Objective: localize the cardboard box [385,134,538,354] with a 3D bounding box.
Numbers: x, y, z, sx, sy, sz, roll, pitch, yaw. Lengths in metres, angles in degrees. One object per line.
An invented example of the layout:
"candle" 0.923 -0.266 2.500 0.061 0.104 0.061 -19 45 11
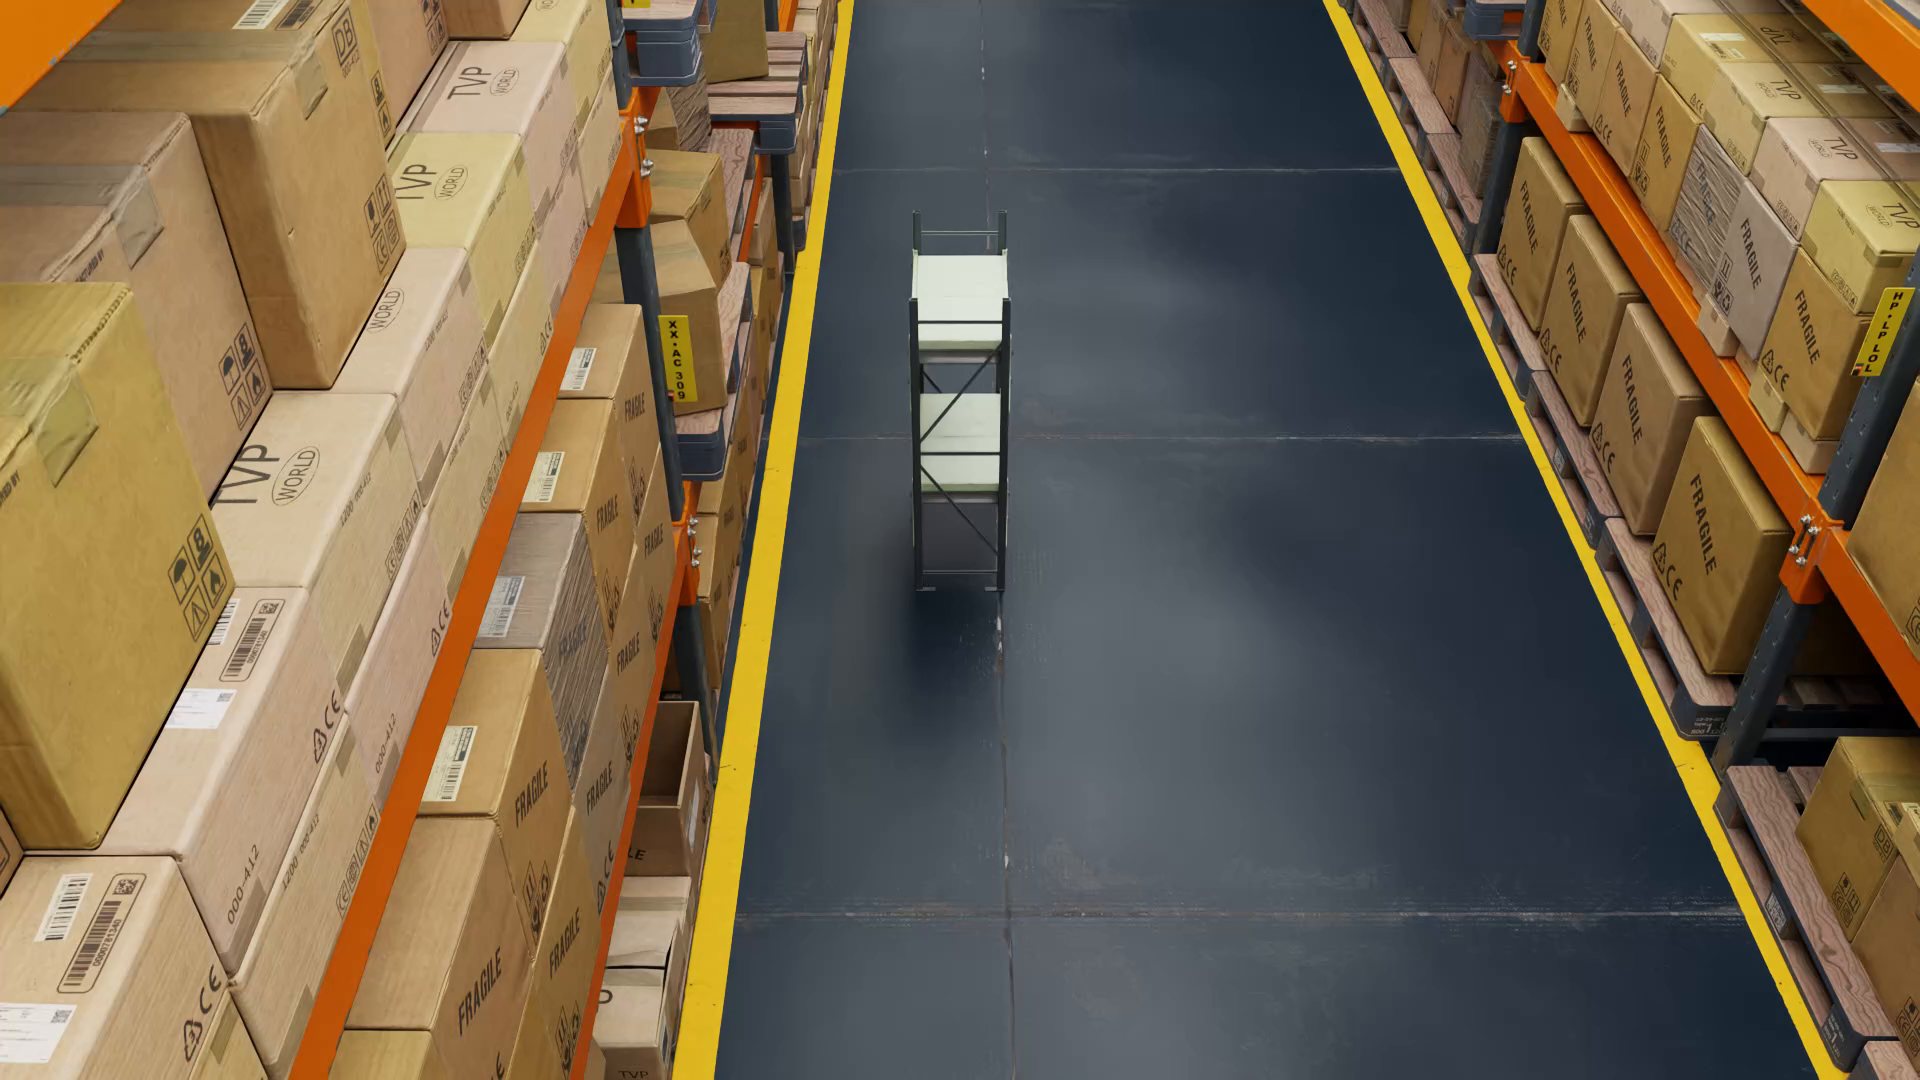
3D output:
"cardboard box" -1.191 -0.620 3.447 0.500 0.250 0.500 0 39 0

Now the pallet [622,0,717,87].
"pallet" -1.390 -1.747 5.283 1.213 0.211 1.003 0 39 0

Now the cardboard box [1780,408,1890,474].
"cardboard box" 3.211 -0.369 5.997 0.380 0.149 0.250 0 39 0

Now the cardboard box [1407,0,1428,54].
"cardboard box" 3.554 -3.664 11.570 0.700 0.500 0.500 -1 39 -1

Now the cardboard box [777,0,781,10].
"cardboard box" -1.271 -3.268 9.501 0.500 0.311 0.500 0 39 -1

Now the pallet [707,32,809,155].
"pallet" -1.393 -2.245 8.306 1.213 0.211 1.003 0 39 0

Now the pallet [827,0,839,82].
"pallet" -1.428 -3.696 12.194 1.003 0.211 1.213 0 39 0

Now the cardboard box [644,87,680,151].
"cardboard box" -1.523 -1.550 6.870 0.700 0.500 0.500 -9 40 -11

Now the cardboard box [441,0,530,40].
"cardboard box" -1.420 -1.538 3.992 0.700 0.500 0.500 0 39 0

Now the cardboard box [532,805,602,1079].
"cardboard box" -1.194 0.993 4.032 0.500 0.500 0.500 0 39 1

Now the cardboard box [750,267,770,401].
"cardboard box" -1.228 -1.032 8.286 0.500 0.500 0.500 -1 39 -2

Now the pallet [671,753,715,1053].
"pallet" -1.459 1.275 5.990 1.003 0.211 1.213 0 39 0

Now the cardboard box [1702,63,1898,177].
"cardboard box" 3.247 -1.634 6.457 0.500 0.250 0.500 1 39 1

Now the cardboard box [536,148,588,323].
"cardboard box" -1.203 -0.738 3.993 0.500 0.250 0.500 0 39 0

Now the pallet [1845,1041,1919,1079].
"pallet" 3.422 2.080 4.985 1.003 0.211 1.213 0 39 0

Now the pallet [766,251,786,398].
"pallet" -1.501 -1.189 9.064 1.003 0.211 1.213 0 39 0

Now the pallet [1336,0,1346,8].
"pallet" 3.449 -4.583 13.300 1.003 0.211 1.213 0 39 0

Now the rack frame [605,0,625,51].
"rack frame" -1.459 -2.583 3.778 1.000 3.000 0.127 0 39 0

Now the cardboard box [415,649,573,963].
"cardboard box" -1.197 0.595 3.730 0.500 0.500 0.500 0 39 0

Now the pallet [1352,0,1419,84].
"pallet" 3.488 -3.676 12.168 1.003 0.211 1.213 0 39 0

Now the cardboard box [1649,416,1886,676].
"cardboard box" 3.364 0.020 6.709 0.750 0.750 0.750 0 39 0

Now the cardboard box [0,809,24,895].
"cardboard box" -1.471 0.338 1.651 0.700 0.500 0.500 0 39 0

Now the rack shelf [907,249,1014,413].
"rack shelf" 0.000 -0.894 7.042 0.431 0.370 0.720 0 39 0

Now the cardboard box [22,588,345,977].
"cardboard box" -1.188 0.318 2.276 0.500 0.250 0.500 0 39 0

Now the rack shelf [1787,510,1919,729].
"rack shelf" 3.497 1.283 4.325 1.077 0.370 4.000 0 39 0

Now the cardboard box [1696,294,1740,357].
"cardboard box" 3.173 -0.854 6.602 0.380 0.149 0.250 0 39 0

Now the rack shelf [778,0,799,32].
"rack shelf" -1.466 -3.714 10.561 1.077 0.370 4.000 0 39 0

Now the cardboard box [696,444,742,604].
"cardboard box" -1.228 -0.075 7.092 0.500 0.500 0.500 0 39 1

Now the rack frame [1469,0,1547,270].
"rack frame" 3.490 -2.750 8.782 1.000 3.000 0.127 0 39 0

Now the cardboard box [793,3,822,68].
"cardboard box" -1.179 -3.350 10.946 0.500 0.311 0.500 0 39 -1

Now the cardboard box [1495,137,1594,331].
"cardboard box" 3.360 -1.615 8.749 0.750 0.750 0.750 -1 39 -1

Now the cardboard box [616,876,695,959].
"cardboard box" -1.114 1.289 5.671 0.380 0.149 0.250 0 39 0

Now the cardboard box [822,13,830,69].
"cardboard box" -1.178 -3.441 11.508 0.500 0.250 0.500 1 39 1

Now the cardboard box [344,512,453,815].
"cardboard box" -1.191 0.200 2.823 0.500 0.250 0.500 0 39 0

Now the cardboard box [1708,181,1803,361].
"cardboard box" 3.232 -1.019 6.289 0.500 0.500 0.500 0 39 0

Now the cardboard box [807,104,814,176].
"cardboard box" -1.172 -2.477 10.305 0.500 0.250 0.500 -1 39 -1

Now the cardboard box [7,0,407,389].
"cardboard box" -1.402 -0.600 2.822 0.700 0.500 0.500 0 39 0

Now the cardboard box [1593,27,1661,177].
"cardboard box" 3.225 -1.971 7.477 0.500 0.500 0.500 0 39 0

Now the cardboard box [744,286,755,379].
"cardboard box" -1.218 -0.973 7.613 0.500 0.250 0.500 -1 39 -1

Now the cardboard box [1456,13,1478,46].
"cardboard box" 3.493 -3.367 10.600 0.500 0.250 0.500 0 39 0

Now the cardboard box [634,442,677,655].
"cardboard box" -1.202 0.031 5.233 0.500 0.500 0.500 1 39 1

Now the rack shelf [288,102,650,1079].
"rack shelf" -1.457 0.119 3.380 1.077 0.370 4.000 0 39 0

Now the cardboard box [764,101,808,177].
"cardboard box" -1.171 -2.381 9.737 0.500 0.311 0.500 1 39 1

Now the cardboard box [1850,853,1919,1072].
"cardboard box" 3.390 1.345 5.336 0.700 0.500 0.500 0 39 -1

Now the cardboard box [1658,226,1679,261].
"cardboard box" 3.265 -1.330 7.196 0.380 0.149 0.250 1 39 1

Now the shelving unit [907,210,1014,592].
"shelving unit" 0.000 -0.589 7.286 0.431 1.500 0.755 0 39 0

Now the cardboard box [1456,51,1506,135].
"cardboard box" 3.553 -2.718 10.390 0.700 0.500 0.500 0 39 0

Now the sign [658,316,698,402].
"sign" -0.916 -0.585 5.389 0.100 0.325 0.005 0 39 0

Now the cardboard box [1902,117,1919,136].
"cardboard box" 3.747 -1.319 6.063 0.500 0.250 0.500 0 39 0

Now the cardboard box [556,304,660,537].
"cardboard box" -1.200 -0.355 4.915 0.500 0.500 0.500 0 39 0

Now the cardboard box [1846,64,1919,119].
"cardboard box" 3.742 -1.632 6.455 0.500 0.250 0.500 -1 39 -2

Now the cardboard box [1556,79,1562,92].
"cardboard box" 3.250 -2.296 8.401 0.380 0.149 0.250 0 39 1
